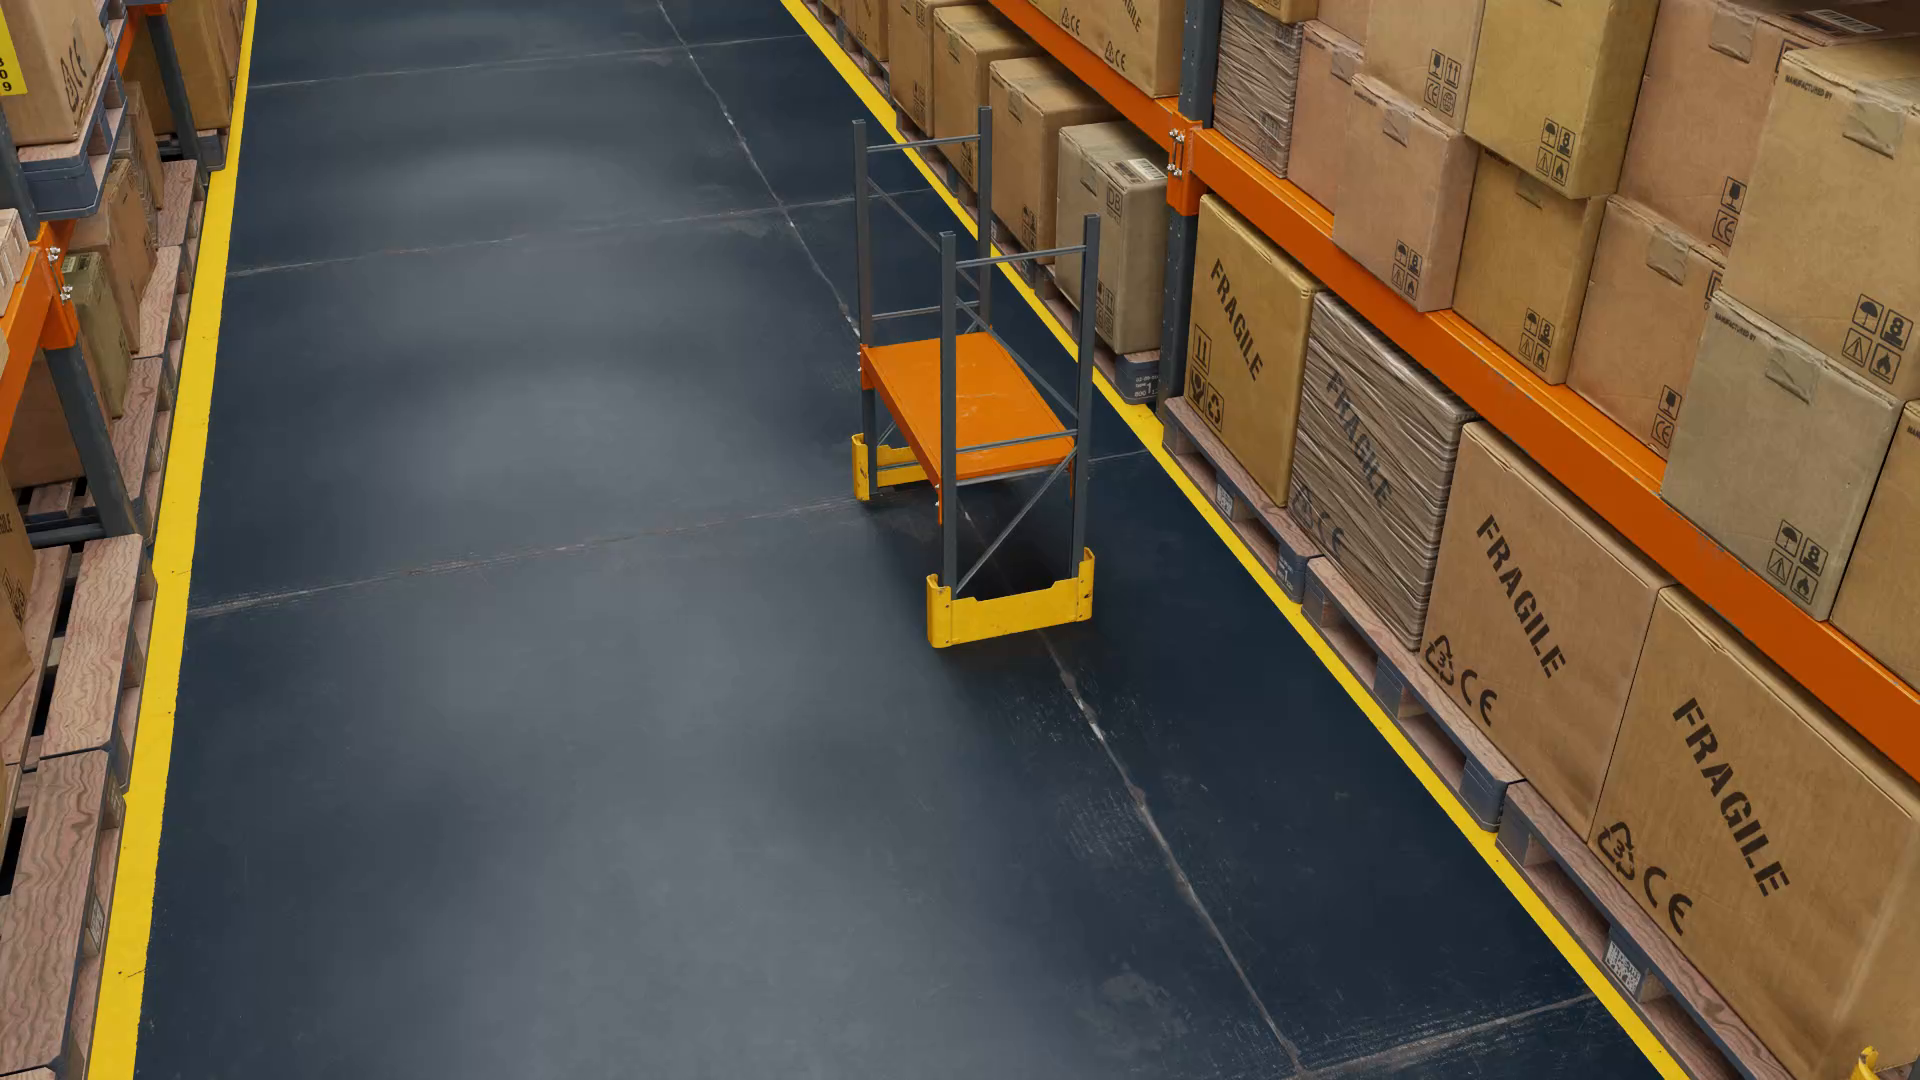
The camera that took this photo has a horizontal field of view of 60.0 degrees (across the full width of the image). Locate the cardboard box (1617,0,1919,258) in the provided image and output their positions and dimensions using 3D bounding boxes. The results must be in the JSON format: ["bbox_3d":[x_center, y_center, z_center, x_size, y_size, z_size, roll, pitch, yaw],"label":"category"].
[{"bbox_3d":[2.167,-1.034,3.978,0.875,0.550,0.550,-10,35,-15],"label":"cardboard box"}]

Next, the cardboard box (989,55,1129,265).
[{"bbox_3d":[0.754,-1.884,8.040,1.050,0.750,0.750,-10,35,-15],"label":"cardboard box"}]

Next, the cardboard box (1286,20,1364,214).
[{"bbox_3d":[1.633,-1.415,5.535,0.875,0.550,0.550,-10,35,-15],"label":"cardboard box"}]

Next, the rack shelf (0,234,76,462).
[{"bbox_3d":[-2.825,0.302,3.725,1.077,0.370,4.000,-10,35,-15],"label":"rack shelf"}]

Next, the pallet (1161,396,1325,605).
[{"bbox_3d":[1.477,-0.254,6.443,1.003,0.211,1.213,-10,35,-15],"label":"pallet"}]

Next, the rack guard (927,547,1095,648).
[{"bbox_3d":[0.175,0.197,5.725,0.587,0.250,0.087,-10,35,-15],"label":"rack guard"}]

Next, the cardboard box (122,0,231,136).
[{"bbox_3d":[-4.845,-2.803,9.318,1.225,0.875,0.875,-12,35,-17],"label":"cardboard box"}]

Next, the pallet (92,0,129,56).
[{"bbox_3d":[-4.012,-2.036,6.785,1.003,0.211,1.213,-10,35,-15],"label":"pallet"}]

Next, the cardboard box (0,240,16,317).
[{"bbox_3d":[-3.022,-0.747,4.888,0.380,0.149,0.250,-10,35,-15],"label":"cardboard box"}]

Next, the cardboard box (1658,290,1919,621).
[{"bbox_3d":[2.195,-0.264,3.793,0.875,0.550,0.550,-10,35,-15],"label":"cardboard box"}]

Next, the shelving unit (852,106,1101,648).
[{"bbox_3d":[0.023,-0.586,5.776,0.587,1.500,1.083,-10,35,-15],"label":"shelving unit"}]

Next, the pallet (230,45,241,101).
[{"bbox_3d":[-5.192,-3.051,10.676,1.003,0.211,1.213,-10,35,-15],"label":"pallet"}]

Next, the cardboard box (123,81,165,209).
[{"bbox_3d":[-4.431,-1.941,8.335,0.700,0.500,0.500,-12,35,-17],"label":"cardboard box"}]

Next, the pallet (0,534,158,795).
[{"bbox_3d":[-3.196,0.462,5.360,1.003,0.211,1.213,-10,35,-15],"label":"pallet"}]

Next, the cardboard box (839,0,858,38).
[{"bbox_3d":[-0.505,-3.637,10.919,0.500,0.500,0.500,-9,34,-13],"label":"cardboard box"}]

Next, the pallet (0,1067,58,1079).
[{"bbox_3d":[-2.452,1.743,3.421,1.003,0.211,1.213,-10,35,-15],"label":"pallet"}]

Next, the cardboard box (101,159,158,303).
[{"bbox_3d":[-4.070,-1.355,7.449,0.700,0.500,0.500,-7,34,-11],"label":"cardboard box"}]

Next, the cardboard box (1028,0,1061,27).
[{"bbox_3d":[0.598,-2.631,7.420,0.500,0.500,0.500,-10,35,-14],"label":"cardboard box"}]

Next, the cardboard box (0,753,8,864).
[{"bbox_3d":[-2.905,0.648,4.435,0.500,0.500,0.500,-13,36,-19],"label":"cardboard box"}]

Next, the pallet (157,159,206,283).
[{"bbox_3d":[-4.418,-1.575,8.442,1.003,0.211,1.213,-10,35,-15],"label":"pallet"}]

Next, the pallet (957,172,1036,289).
[{"bbox_3d":[0.637,-1.700,8.632,1.003,0.211,1.213,-10,35,-15],"label":"pallet"}]

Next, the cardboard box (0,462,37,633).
[{"bbox_3d":[-3.351,0.036,5.361,0.500,0.500,0.500,-11,35,-16],"label":"cardboard box"}]

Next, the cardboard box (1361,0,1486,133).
[{"bbox_3d":[1.712,-1.567,4.786,0.875,0.550,0.550,-10,35,-15],"label":"cardboard box"}]

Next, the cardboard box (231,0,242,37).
[{"bbox_3d":[-5.387,-3.736,10.729,1.225,0.875,0.875,-11,35,-16],"label":"cardboard box"}]

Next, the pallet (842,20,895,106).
[{"bbox_3d":[-0.137,-3.177,10.866,1.003,0.211,1.213,-10,35,-15],"label":"pallet"}]

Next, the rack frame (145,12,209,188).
[{"bbox_3d":[-4.655,-3.149,8.294,1.000,3.000,0.127,-10,35,-15],"label":"rack frame"}]

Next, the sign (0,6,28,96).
[{"bbox_3d":[-2.920,-1.505,5.021,0.100,0.325,0.005,-10,35,-15],"label":"sign"}]

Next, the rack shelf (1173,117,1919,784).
[{"bbox_3d":[1.930,-0.479,4.907,1.077,0.370,4.000,-10,35,-15],"label":"rack shelf"}]

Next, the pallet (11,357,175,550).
[{"bbox_3d":[-3.673,-0.294,6.503,1.003,0.211,1.213,-10,35,-15],"label":"pallet"}]

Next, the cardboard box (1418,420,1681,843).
[{"bbox_3d":[2.000,0.175,4.810,0.875,0.875,0.875,-11,35,-15],"label":"cardboard box"}]

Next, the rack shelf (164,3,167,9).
[{"bbox_3d":[-5.265,-3.899,10.082,1.077,0.370,4.000,-10,35,-15],"label":"rack shelf"}]

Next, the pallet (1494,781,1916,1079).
[{"bbox_3d":[2.222,1.027,4.504,1.003,0.211,1.213,-10,35,-15],"label":"pallet"}]

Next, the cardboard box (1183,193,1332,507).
[{"bbox_3d":[1.445,-0.776,6.250,0.875,0.875,0.875,-9,35,-14],"label":"cardboard box"}]

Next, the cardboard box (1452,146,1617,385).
[{"bbox_3d":[1.943,-0.851,4.681,0.875,0.550,0.500,-10,35,-15],"label":"cardboard box"}]

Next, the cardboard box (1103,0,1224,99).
[{"bbox_3d":[0.906,-2.100,6.617,0.500,0.500,0.500,-10,35,-15],"label":"cardboard box"}]

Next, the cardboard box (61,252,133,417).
[{"bbox_3d":[-3.729,-0.769,6.561,0.700,0.500,0.500,-10,35,-15],"label":"cardboard box"}]

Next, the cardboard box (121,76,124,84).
[{"bbox_3d":[-4.422,-2.255,8.131,0.500,0.250,0.500,-9,34,-13],"label":"cardboard box"}]

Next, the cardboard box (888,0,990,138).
[{"bbox_3d":[0.200,-2.831,9.474,1.050,0.750,0.750,-10,35,-15],"label":"cardboard box"}]

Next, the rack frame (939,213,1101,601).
[{"bbox_3d":[0.181,-0.314,5.365,0.500,1.500,0.032,-10,35,-15],"label":"rack frame"}]

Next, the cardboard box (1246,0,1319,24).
[{"bbox_3d":[1.400,-2.143,5.657,0.875,0.550,0.550,-10,35,-15],"label":"cardboard box"}]
